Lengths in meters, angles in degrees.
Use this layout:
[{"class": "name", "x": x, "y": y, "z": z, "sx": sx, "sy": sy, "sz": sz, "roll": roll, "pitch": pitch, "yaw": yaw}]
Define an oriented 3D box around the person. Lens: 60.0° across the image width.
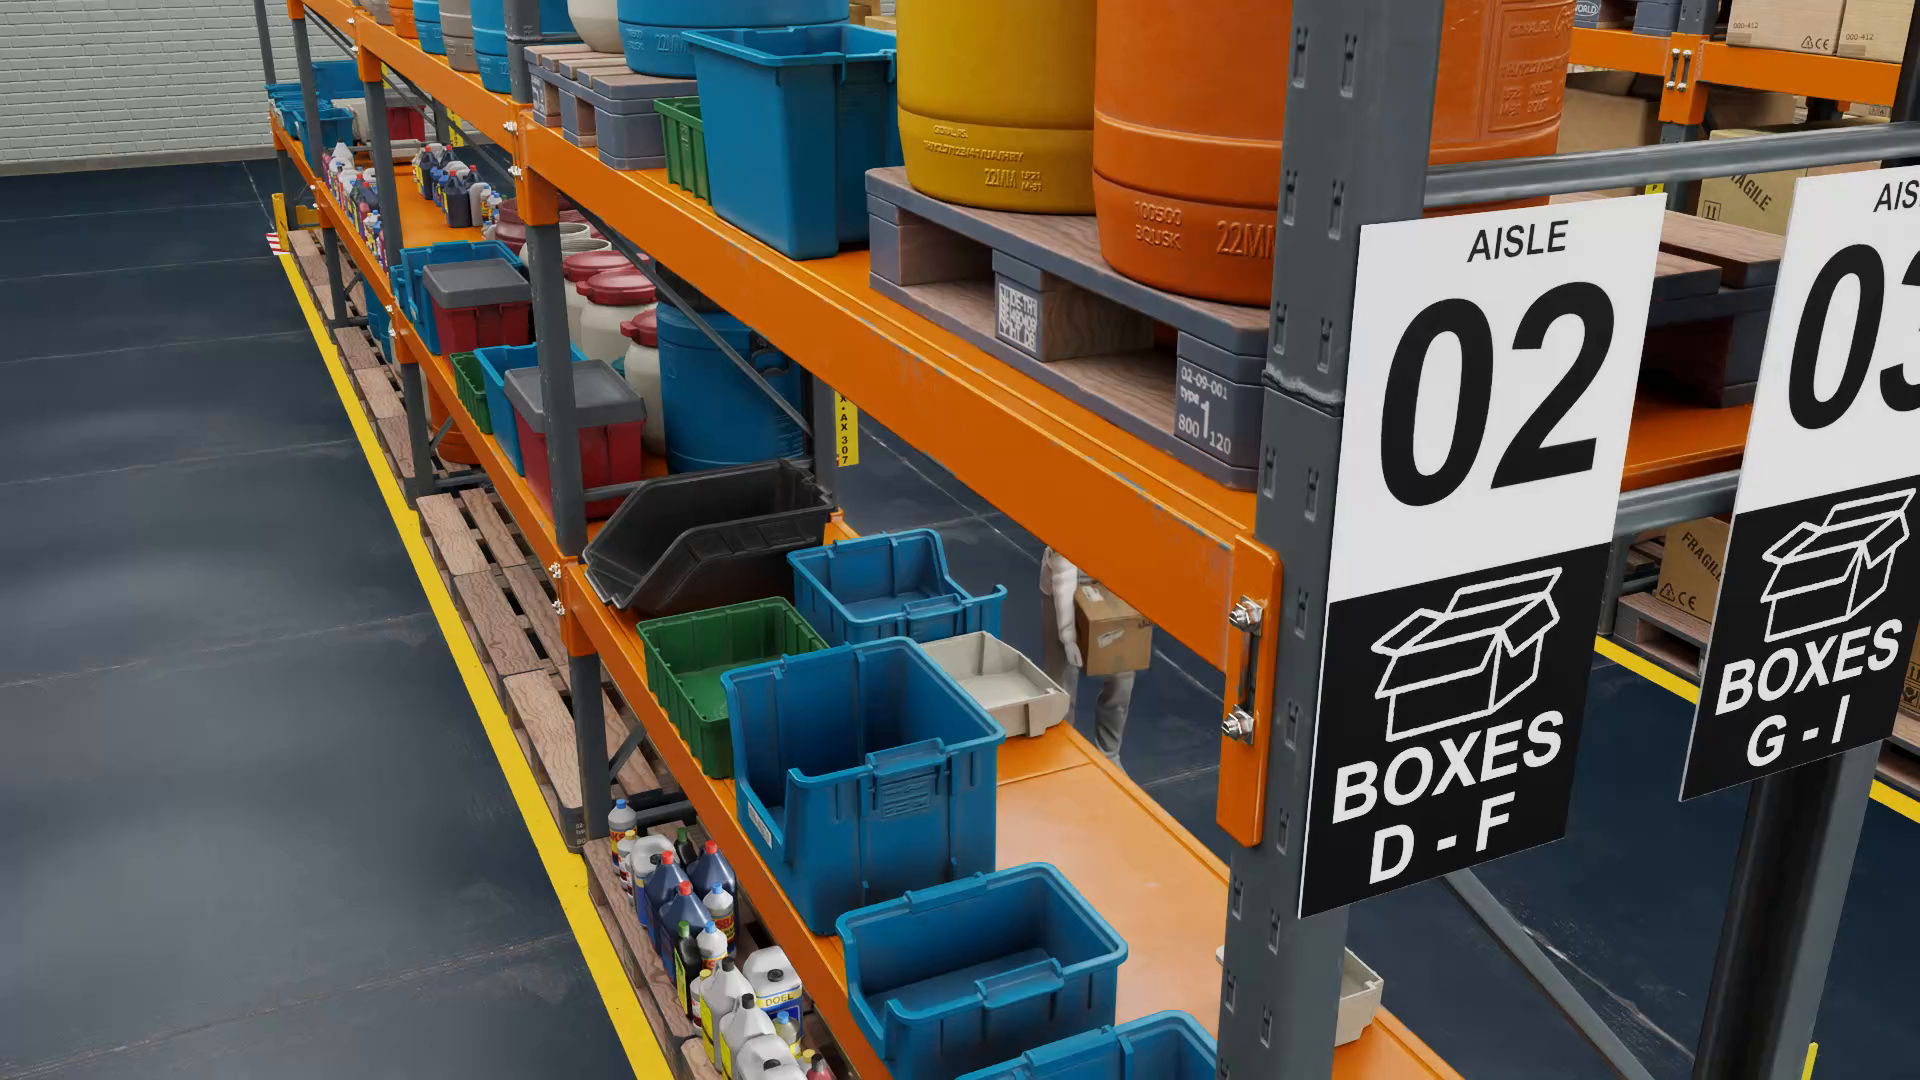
[{"class": "person", "x": 0.531, "y": 0.293, "z": 6.457, "sx": 0.411, "sy": 1.611, "sz": 0.581, "roll": -4, "pitch": 23, "yaw": -10}]
